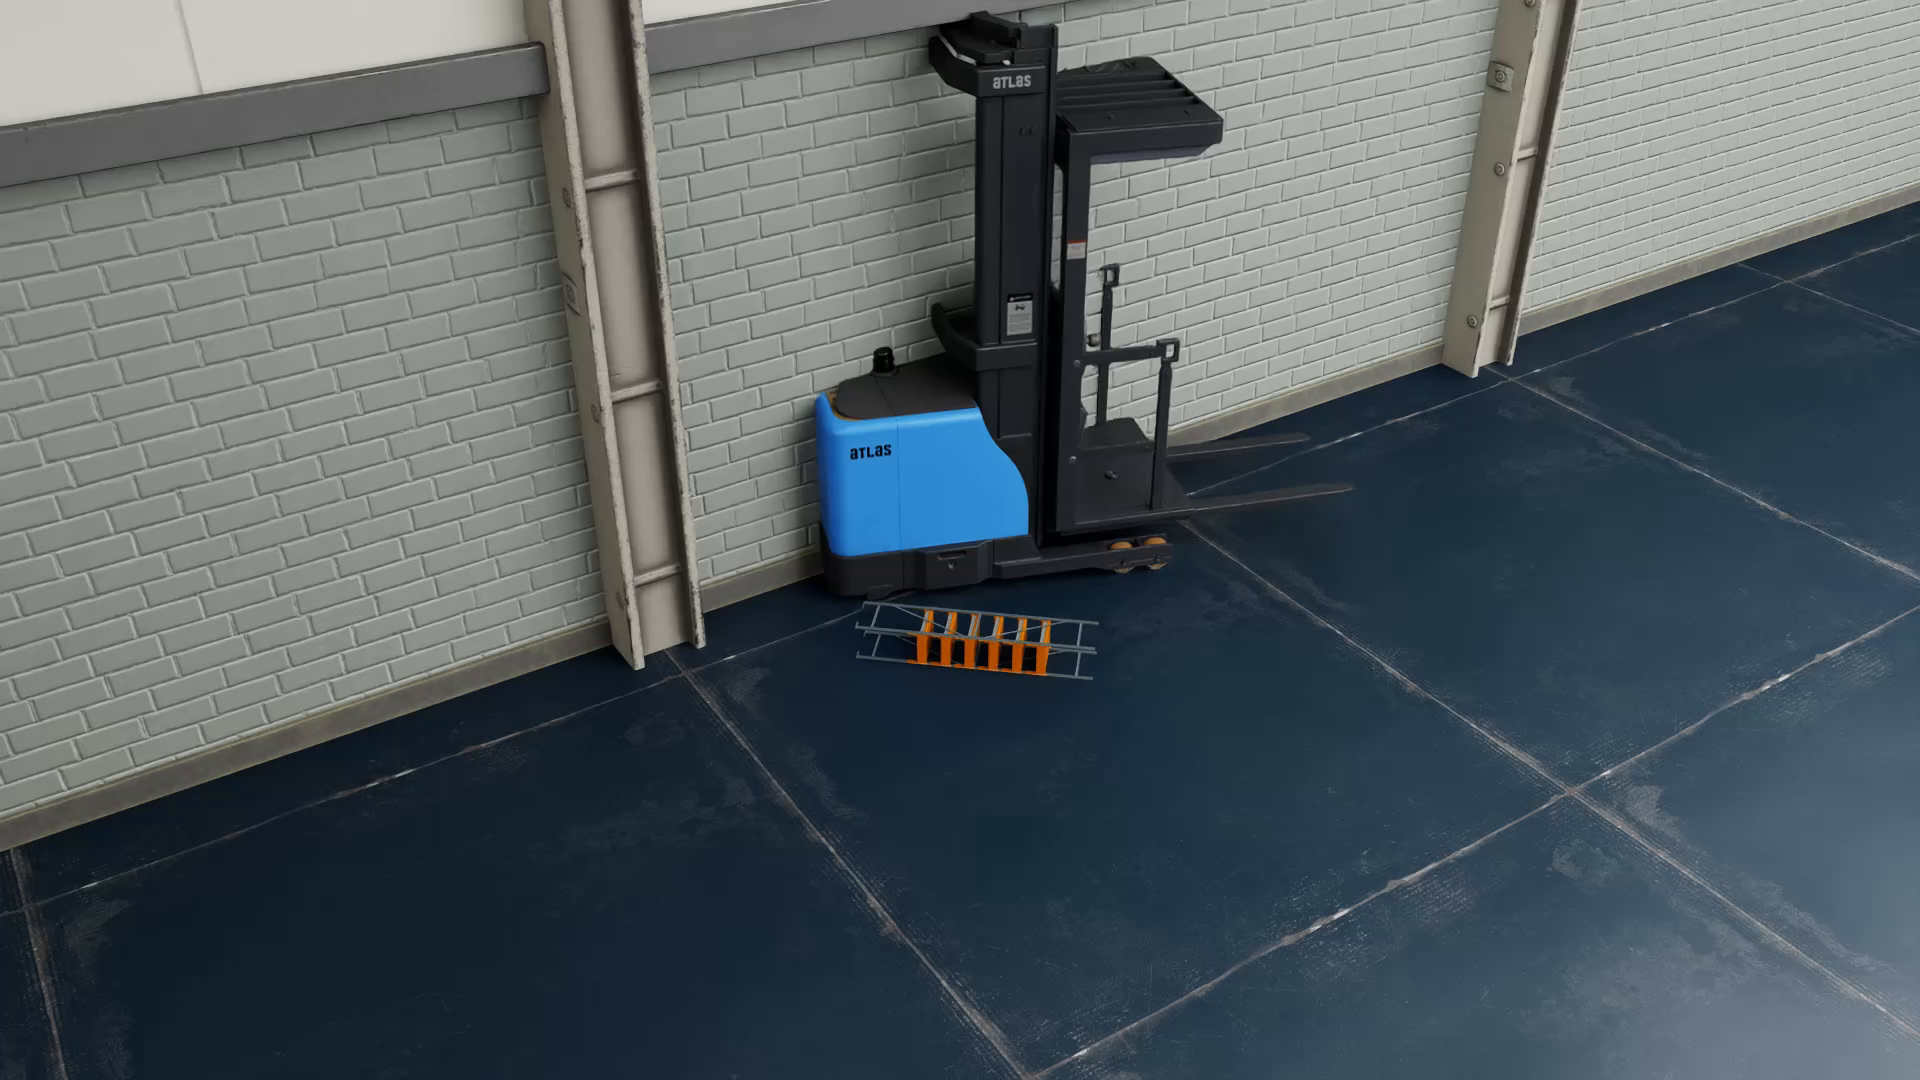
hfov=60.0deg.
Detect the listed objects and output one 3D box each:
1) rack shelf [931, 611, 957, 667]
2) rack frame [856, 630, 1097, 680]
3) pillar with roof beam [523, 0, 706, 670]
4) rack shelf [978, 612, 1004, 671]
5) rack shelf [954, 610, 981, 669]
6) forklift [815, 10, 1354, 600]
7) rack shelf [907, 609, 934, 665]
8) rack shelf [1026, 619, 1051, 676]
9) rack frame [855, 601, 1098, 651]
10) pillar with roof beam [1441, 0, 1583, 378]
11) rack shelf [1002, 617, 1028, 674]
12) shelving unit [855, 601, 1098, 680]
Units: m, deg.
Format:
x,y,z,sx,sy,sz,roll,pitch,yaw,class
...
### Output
x,y,z,sx,sy,sz,roll,pitch,yaw,class
-0.078,0.491,8.407,0.103,0.180,0.258,5,33,7,rack shelf
0.084,0.582,8.436,1.200,0.006,0.240,5,33,7,rack frame
0.785,-1.348,3.074,0.400,9.000,9.100,-19,37,-27,pillar with roof beam
0.159,0.511,8.378,0.103,0.180,0.258,5,33,7,rack shelf
0.041,0.501,8.393,0.103,0.180,0.258,5,33,7,rack shelf
0.684,-1.328,8.730,3.031,2.935,1.130,-7,33,-11,forklift
-0.197,0.481,8.422,0.103,0.180,0.258,5,33,7,rack shelf
0.397,0.532,8.349,0.103,0.180,0.258,5,33,7,rack shelf
0.085,0.428,8.338,1.200,0.006,0.240,5,33,7,rack frame
5.828,-3.082,5.823,0.400,9.000,9.100,-19,37,-27,pillar with roof beam
0.278,0.521,8.363,0.103,0.180,0.258,5,33,7,rack shelf
0.085,0.505,8.387,1.200,0.189,0.258,5,33,7,shelving unit
